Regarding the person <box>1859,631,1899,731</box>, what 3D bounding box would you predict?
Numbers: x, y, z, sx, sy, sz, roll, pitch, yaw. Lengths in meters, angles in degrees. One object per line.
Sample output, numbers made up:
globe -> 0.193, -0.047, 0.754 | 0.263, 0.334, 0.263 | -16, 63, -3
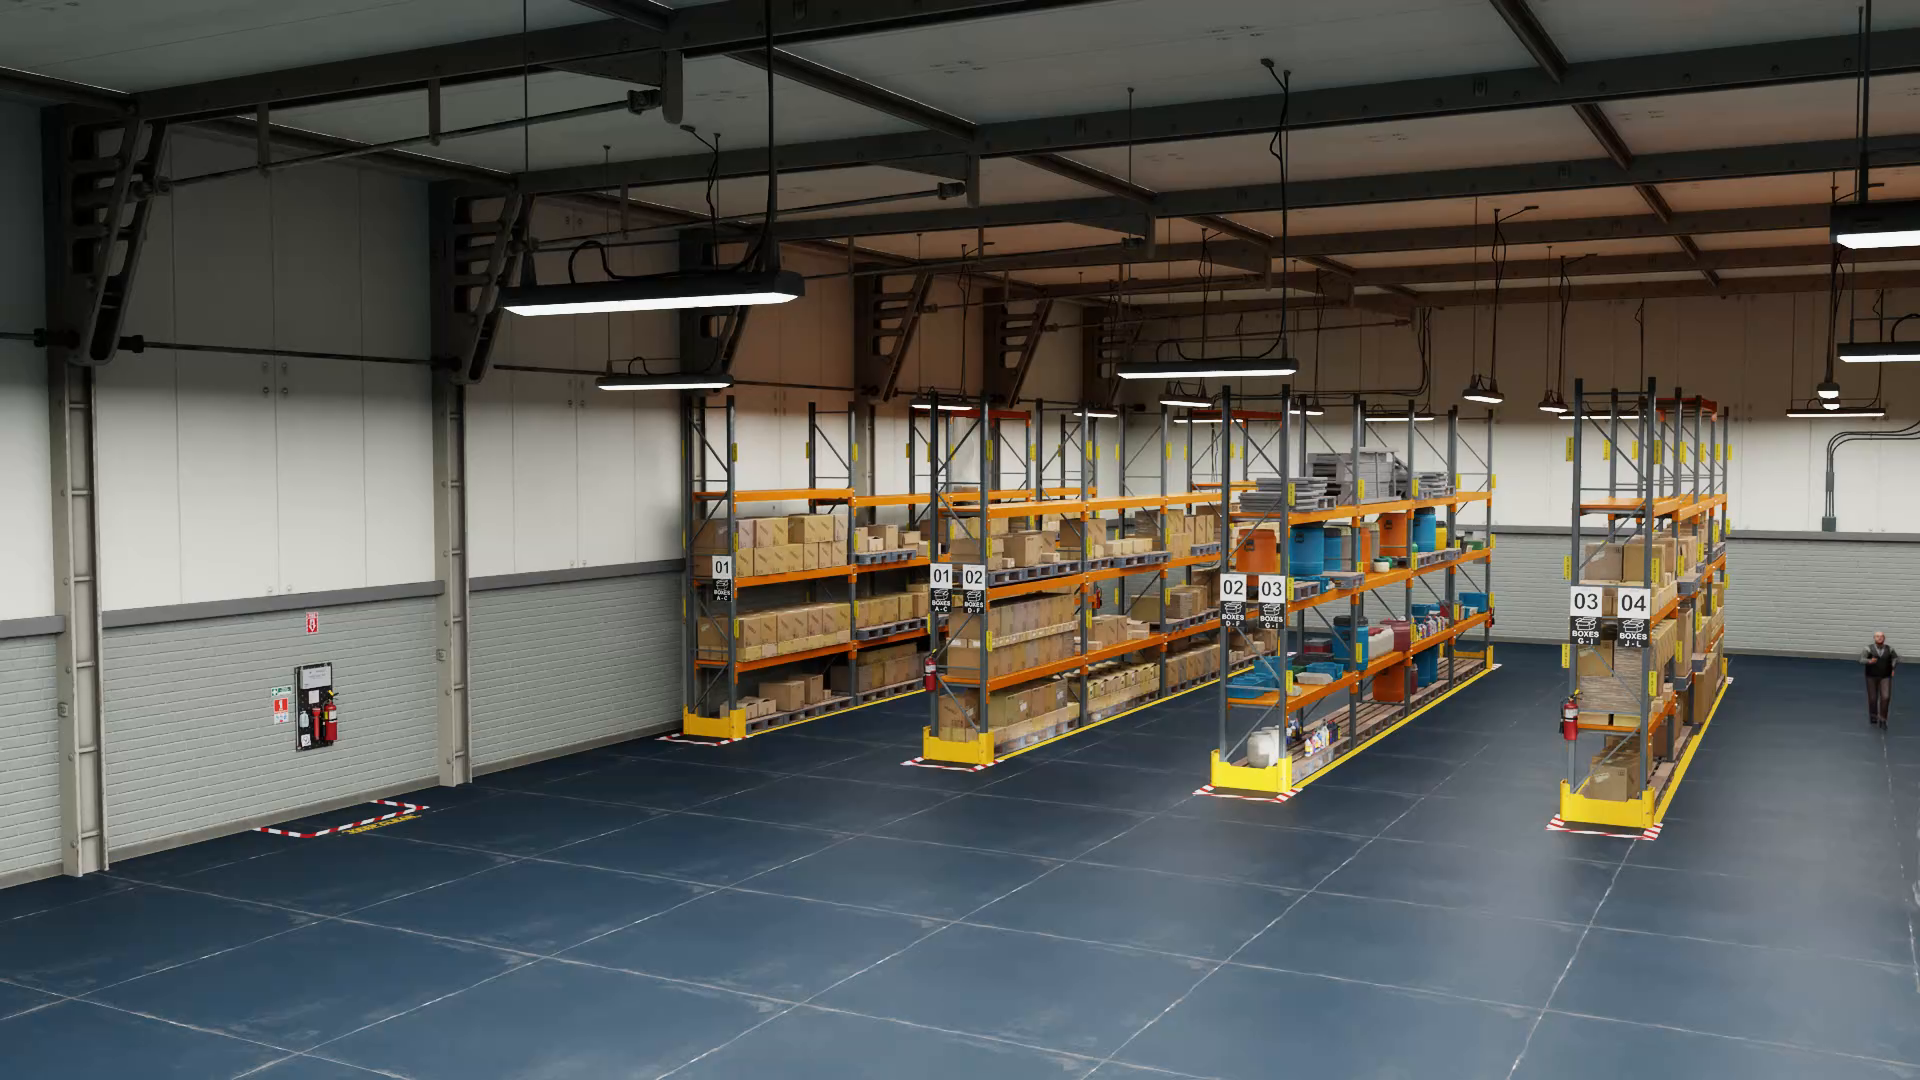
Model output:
person -> 16.688, 2.544, 30.208 | 0.641, 1.769, 0.740 | 2, 3, 27
